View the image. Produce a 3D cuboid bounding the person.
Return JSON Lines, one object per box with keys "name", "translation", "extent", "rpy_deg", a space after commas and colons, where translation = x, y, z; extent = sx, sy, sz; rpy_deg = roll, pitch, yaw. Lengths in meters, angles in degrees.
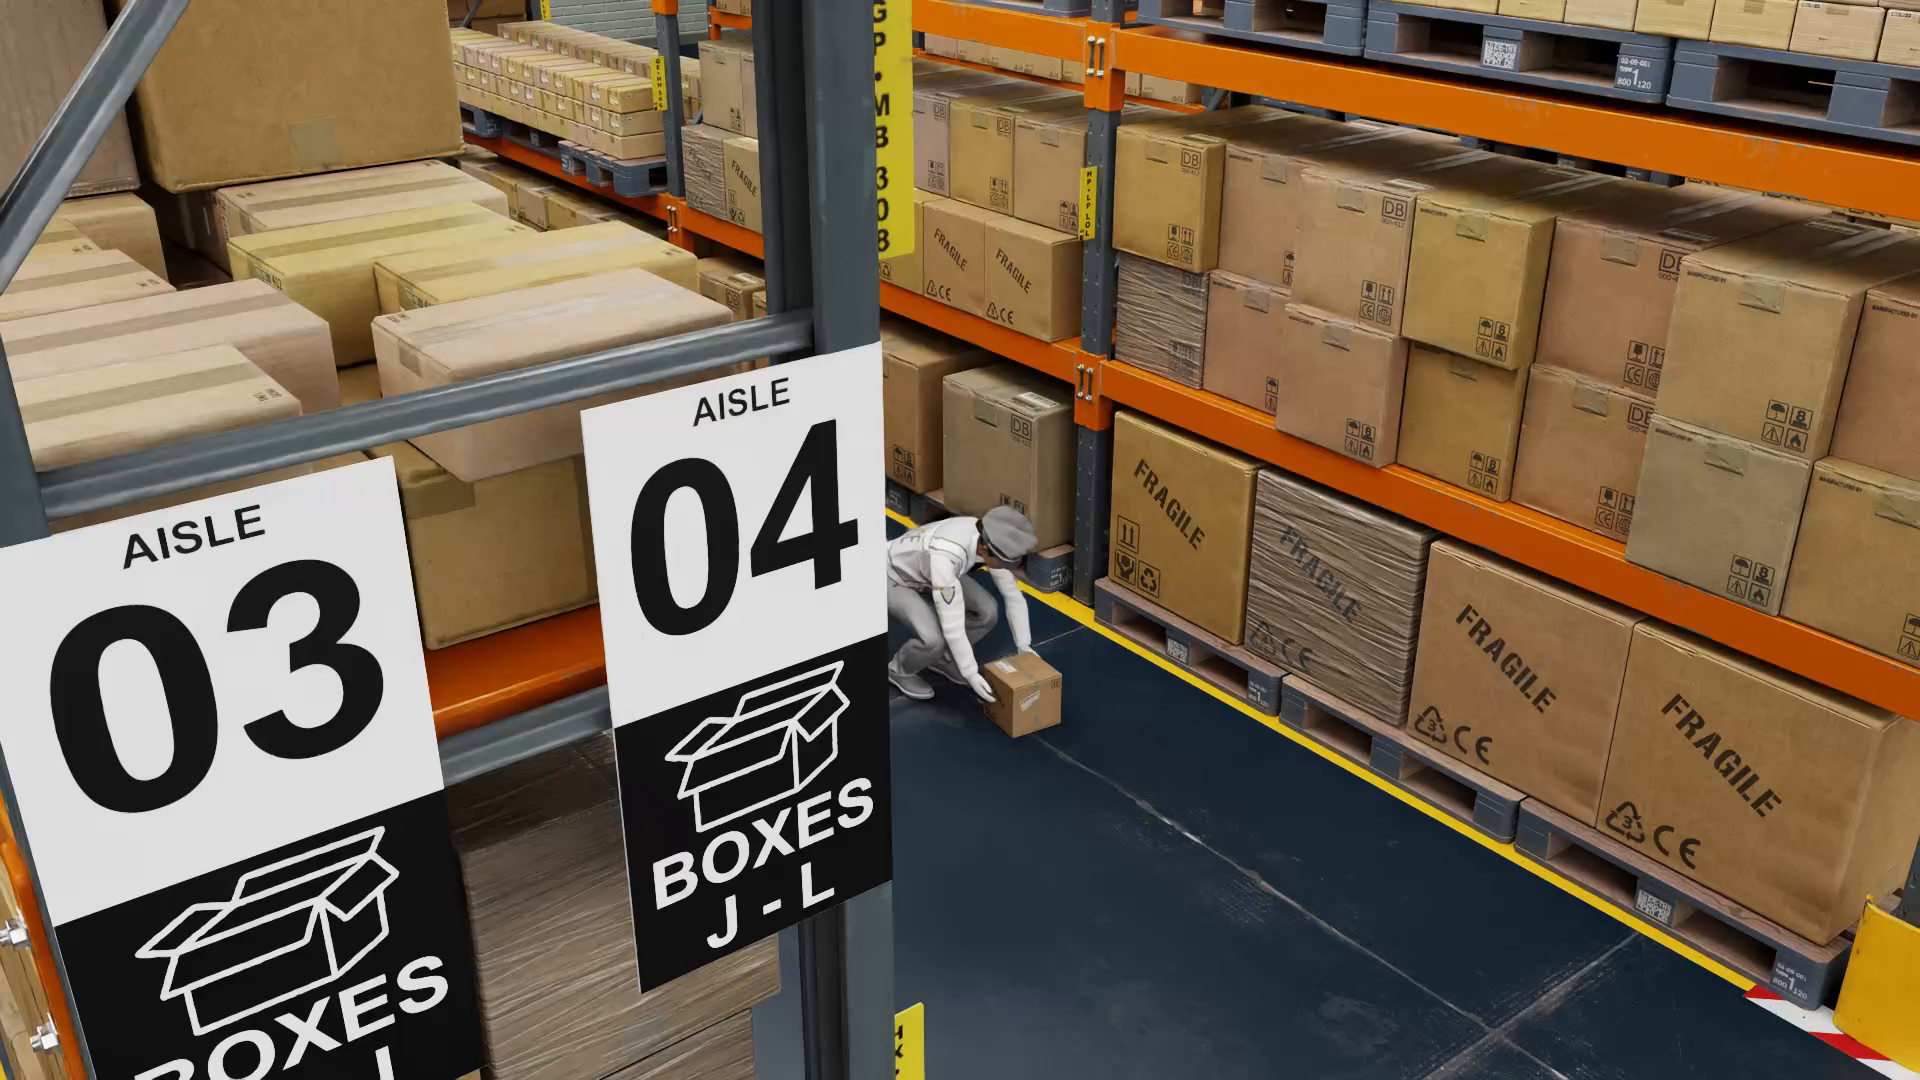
{"name": "person", "translation": [-0.033, 0.242, 7.428], "extent": [0.849, 0.961, 0.499], "rpy_deg": [23, 33, 40]}
